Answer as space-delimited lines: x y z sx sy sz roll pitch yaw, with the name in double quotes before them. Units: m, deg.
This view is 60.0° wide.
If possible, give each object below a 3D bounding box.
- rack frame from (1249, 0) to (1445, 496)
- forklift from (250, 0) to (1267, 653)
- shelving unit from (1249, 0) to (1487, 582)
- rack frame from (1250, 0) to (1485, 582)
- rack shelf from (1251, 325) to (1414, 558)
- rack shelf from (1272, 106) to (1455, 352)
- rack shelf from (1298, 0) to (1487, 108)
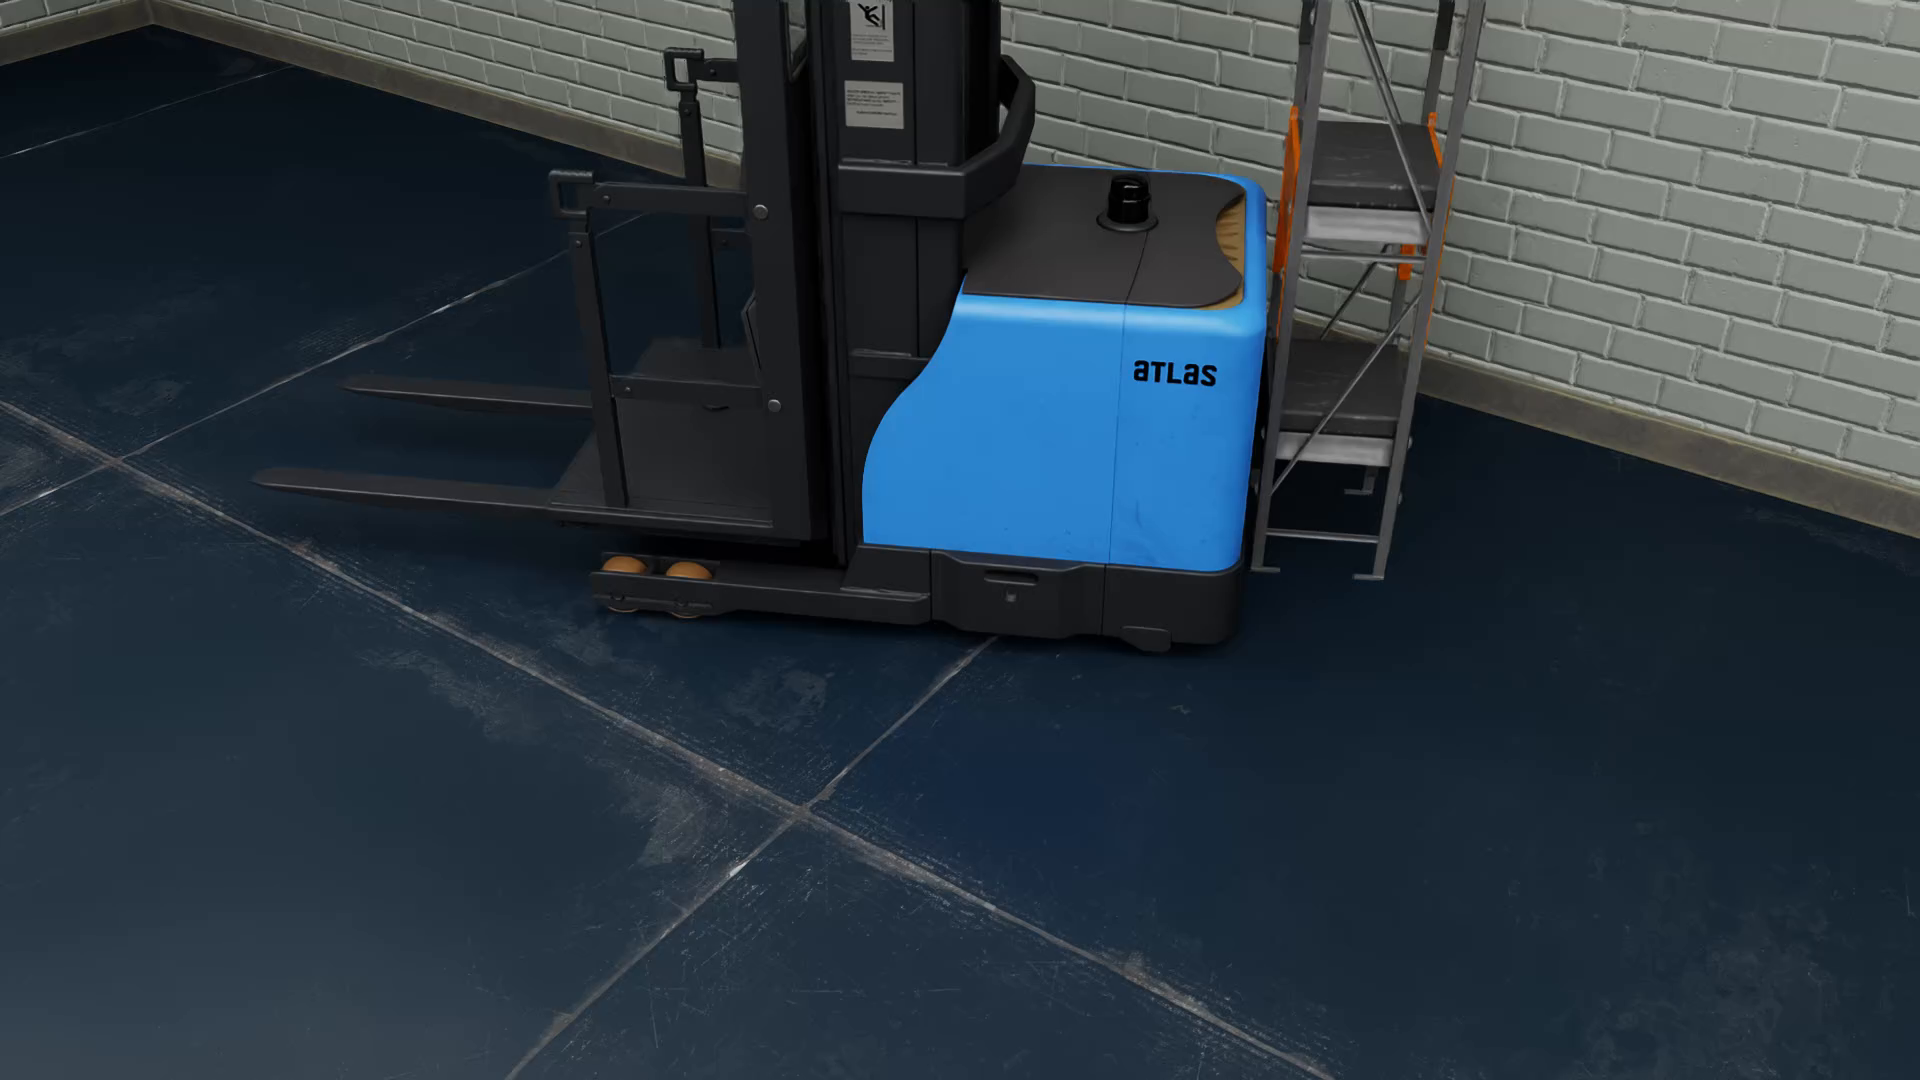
"rack frame" 1.157 -1.033 4.904 0.400 2.100 0.015 4 34 6
"forklift" -0.643 -1.269 4.510 3.031 2.935 1.130 5 34 7
"shelving unit" 1.124 -0.898 4.703 0.431 2.100 0.503 4 34 6
"rack frame" 1.091 -0.762 4.503 0.400 2.100 0.015 4 34 6
"rack shelf" 1.124 -0.307 5.103 0.431 0.518 0.480 4 34 6
"rack shelf" 1.124 -0.886 4.711 0.431 0.518 0.480 4 34 6
"rack shelf" 1.124 -1.466 4.319 0.431 0.518 0.480 4 34 6
